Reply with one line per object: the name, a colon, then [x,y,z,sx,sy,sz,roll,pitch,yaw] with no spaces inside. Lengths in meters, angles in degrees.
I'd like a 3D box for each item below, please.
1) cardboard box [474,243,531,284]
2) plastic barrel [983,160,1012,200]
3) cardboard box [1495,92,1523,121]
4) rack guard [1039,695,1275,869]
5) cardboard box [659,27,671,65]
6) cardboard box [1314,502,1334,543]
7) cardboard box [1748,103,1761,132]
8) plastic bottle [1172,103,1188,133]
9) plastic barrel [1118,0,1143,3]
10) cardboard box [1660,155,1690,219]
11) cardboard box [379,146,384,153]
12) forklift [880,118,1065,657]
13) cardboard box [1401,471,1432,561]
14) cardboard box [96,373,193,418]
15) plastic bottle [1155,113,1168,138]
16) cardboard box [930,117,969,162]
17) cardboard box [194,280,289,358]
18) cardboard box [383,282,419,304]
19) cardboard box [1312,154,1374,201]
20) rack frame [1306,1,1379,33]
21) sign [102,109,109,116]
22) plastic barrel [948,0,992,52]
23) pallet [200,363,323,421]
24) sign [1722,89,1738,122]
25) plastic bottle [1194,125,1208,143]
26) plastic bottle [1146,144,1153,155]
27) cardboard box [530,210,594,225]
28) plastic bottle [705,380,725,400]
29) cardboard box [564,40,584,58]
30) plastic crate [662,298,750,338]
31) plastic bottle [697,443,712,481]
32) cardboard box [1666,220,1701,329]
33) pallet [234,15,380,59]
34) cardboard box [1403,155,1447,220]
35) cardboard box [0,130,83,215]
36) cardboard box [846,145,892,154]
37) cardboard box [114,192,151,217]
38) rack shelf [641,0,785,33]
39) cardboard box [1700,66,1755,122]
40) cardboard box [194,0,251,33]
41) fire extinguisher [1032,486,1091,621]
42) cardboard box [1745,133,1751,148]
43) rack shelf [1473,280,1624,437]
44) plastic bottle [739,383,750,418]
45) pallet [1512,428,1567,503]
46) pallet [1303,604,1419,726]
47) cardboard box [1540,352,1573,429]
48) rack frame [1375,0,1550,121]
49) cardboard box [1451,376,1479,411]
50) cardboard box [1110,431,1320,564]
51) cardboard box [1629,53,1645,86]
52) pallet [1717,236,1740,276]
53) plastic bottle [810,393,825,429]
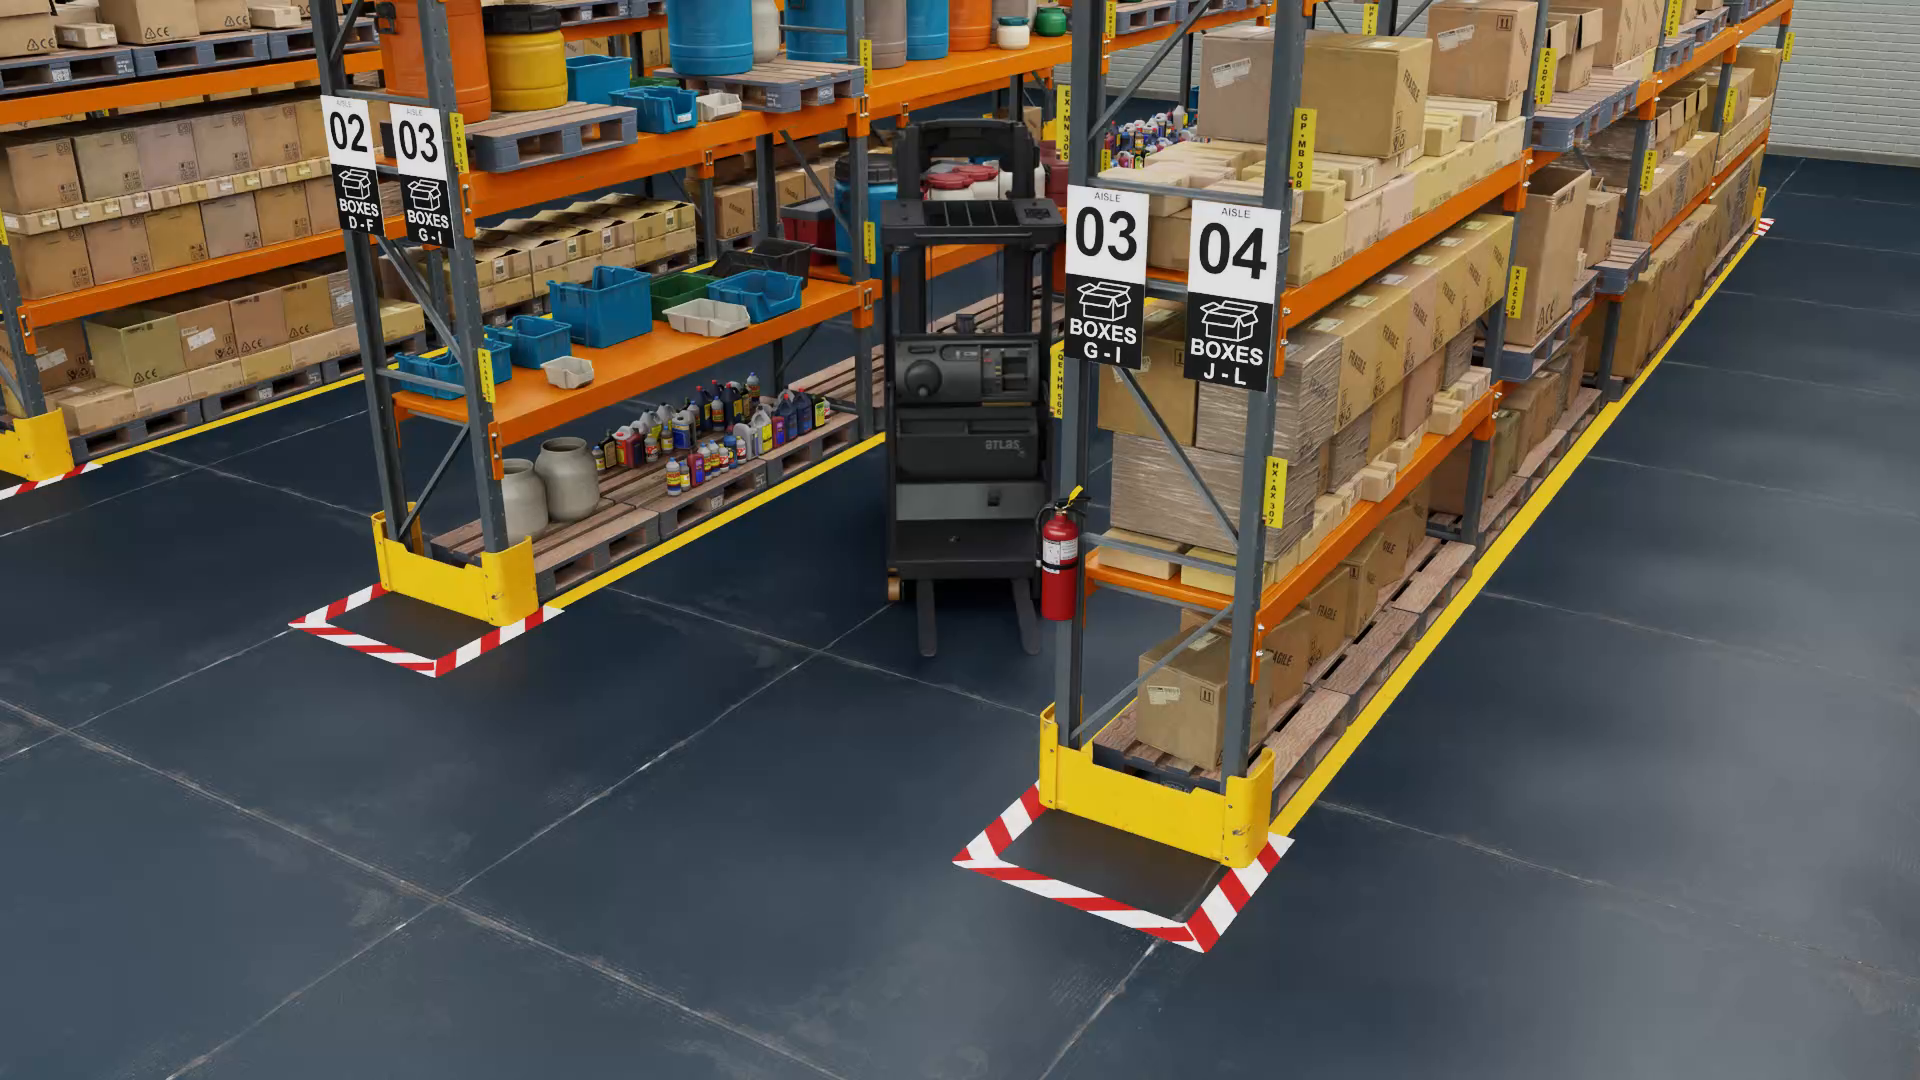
cardboard box: [-4.675,-2.798,16.664,0.500,0.311,0.500,14,27,28]
plastic barrel: [0.360,-3.183,15.185,0.421,0.512,0.421,0,23,0]
cardboard box: [3.115,-2.598,9.886,0.380,0.149,0.250,15,27,31]
rack guard: [0.971,1.194,8.362,1.175,0.500,0.348,14,27,29]
cardboard box: [-4.674,-7.654,25.277,0.980,0.700,0.700,13,27,28]
cardboard box: [1.691,-0.109,8.541,0.380,0.149,0.250,14,27,29]
cardboard box: [8.804,-4.833,18.953,0.500,0.250,0.500,13,27,27]
plastic bottle: [2.571,-4.928,19.421,0.144,0.351,0.185,14,27,29]
plastic barrel: [1.697,-5.473,16.508,0.294,0.245,0.294,0,23,0]
cardboard box: [6.441,-3.297,15.464,0.500,0.500,0.500,14,27,29]
cardboard box: [-5.335,-3.562,15.259,0.380,0.149,0.250,14,27,29]
forklift: [0.057,-1.074,10.542,1.130,2.935,3.031,-1,23,-2]
cardboard box: [2.796,-0.196,11.046,0.500,0.500,0.500,13,27,27]
cardboard box: [-6.751,-1.239,13.770,0.500,0.250,0.500,14,27,29]
plastic bottle: [2.292,-4.759,19.123,0.152,0.276,0.135,14,27,29]
cardboard box: [-0.166,-5.746,23.836,0.797,0.503,0.637,14,27,29]
cardboard box: [-6.218,-1.920,14.397,0.500,0.500,0.500,14,27,29]
cardboard box: [-5.401,-2.486,16.650,0.500,0.250,0.500,14,27,28]
cardboard box: [1.724,-1.718,7.854,0.380,0.149,0.250,15,28,31]
rack frame: [5.163,-6.365,22.678,1.000,3.000,0.127,14,27,29]
sign: [-9.118,-4.678,17.690,0.100,0.325,0.005,14,27,29]
plastic barrel: [-0.019,-4.787,14.715,0.600,0.830,0.708,14,27,29]
pallet: [-6.471,-1.402,14.723,1.003,0.211,1.213,14,27,29]
sign: [7.727,-4.362,16.693,0.100,0.325,0.005,14,27,29]
plastic bottle: [2.661,-4.464,18.443,0.152,0.276,0.135,14,27,29]
plastic bottle: [1.967,-3.997,17.369,0.097,0.271,0.097,0,23,0]
cardboard box: [-4.330,-3.427,18.117,0.500,0.311,0.500,13,27,28]
plastic bottle: [-1.945,-1.116,13.333,0.144,0.351,0.185,15,27,30]
cardboard box: [-5.654,-6.900,23.388,0.500,0.500,0.500,14,27,29]
plastic crate: [-1.808,-1.593,11.986,0.530,0.136,0.437,14,27,29]
plastic bottle: [-1.875,-0.577,12.189,0.097,0.271,0.097,0,23,0]
cardboard box: [6.470,-2.673,16.295,1.225,0.875,0.875,13,27,27]
pallet: [-5.801,-4.397,14.468,1.003,0.211,1.213,14,27,29]
cardboard box: [2.206,-1.862,8.689,0.500,0.250,0.500,15,27,30]
cardboard box: [-7.198,-2.819,12.726,0.700,0.500,0.500,14,27,29]
cardboard box: [-1.170,-4.883,21.846,0.500,0.500,0.500,14,27,29]
cardboard box: [-6.688,-2.694,13.254,0.380,0.149,0.250,13,27,28]
rack shelf: [-2.208,-6.426,19.948,1.077,0.370,4.000,14,27,29]
cardboard box: [8.268,-4.839,18.022,0.500,0.500,0.500,13,27,27]
cardboard box: [-6.349,-4.506,13.773,0.797,0.503,0.637,17,29,35]
fire extinguisher: [0.479,0.050,7.956,0.296,0.674,0.183,14,27,29]
cardboard box: [8.656,-4.507,18.702,0.380,0.149,0.250,14,27,30]
rack shelf: [4.096,-1.622,12.627,1.077,0.370,4.000,14,27,29]
plastic bottle: [-1.764,-1.118,13.422,0.061,0.283,0.133,14,27,29]
pallet: [4.093,-0.674,13.042,1.003,0.211,1.213,14,27,29]
pallet: [2.074,0.650,9.983,1.003,0.211,1.213,14,27,29]
cardboard box: [4.533,-1.262,13.482,0.700,0.500,0.500,11,26,25]
rack frame: [3.041,-4.030,9.733,1.000,3.000,0.127,14,27,29]
cardboard box: [3.037,-0.946,10.475,0.380,0.149,0.250,14,27,29]
cardboard box: [1.244,-0.290,8.143,0.875,0.500,0.500,14,27,29]
cardboard box: [4.858,-3.553,12.595,0.500,0.250,0.500,14,27,29]
pallet: [8.371,-3.351,19.226,1.003,0.211,1.213,14,27,29]
plastic bottle: [-1.140,-1.039,13.240,0.061,0.283,0.133,15,28,32]
